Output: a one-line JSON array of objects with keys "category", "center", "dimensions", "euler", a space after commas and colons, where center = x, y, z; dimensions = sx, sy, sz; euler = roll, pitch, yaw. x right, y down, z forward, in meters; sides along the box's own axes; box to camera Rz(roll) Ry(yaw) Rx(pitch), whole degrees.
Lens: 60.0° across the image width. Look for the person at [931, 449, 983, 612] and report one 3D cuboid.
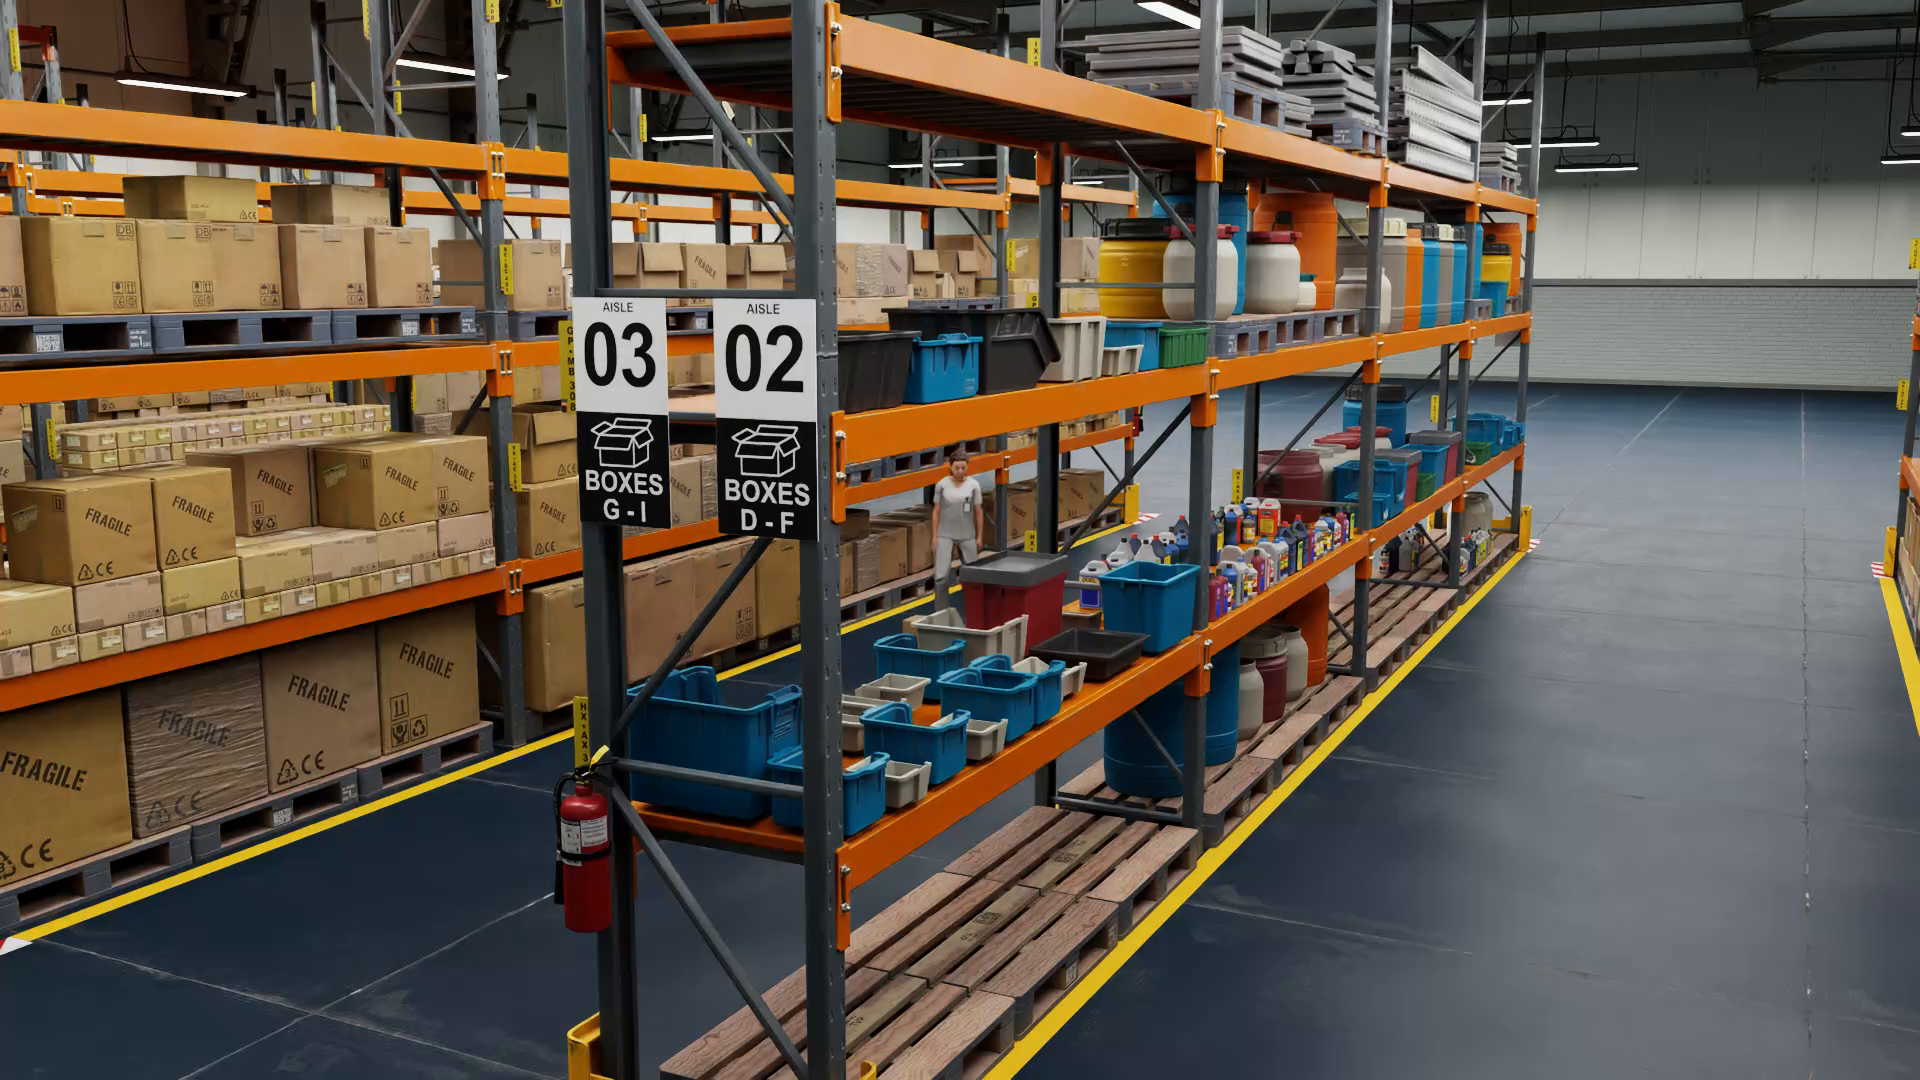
[{"category": "person", "center": [-0.023, 0.001, 15.210], "dimensions": [0.481, 1.675, 0.399], "euler": [-1, 9, -4]}]
